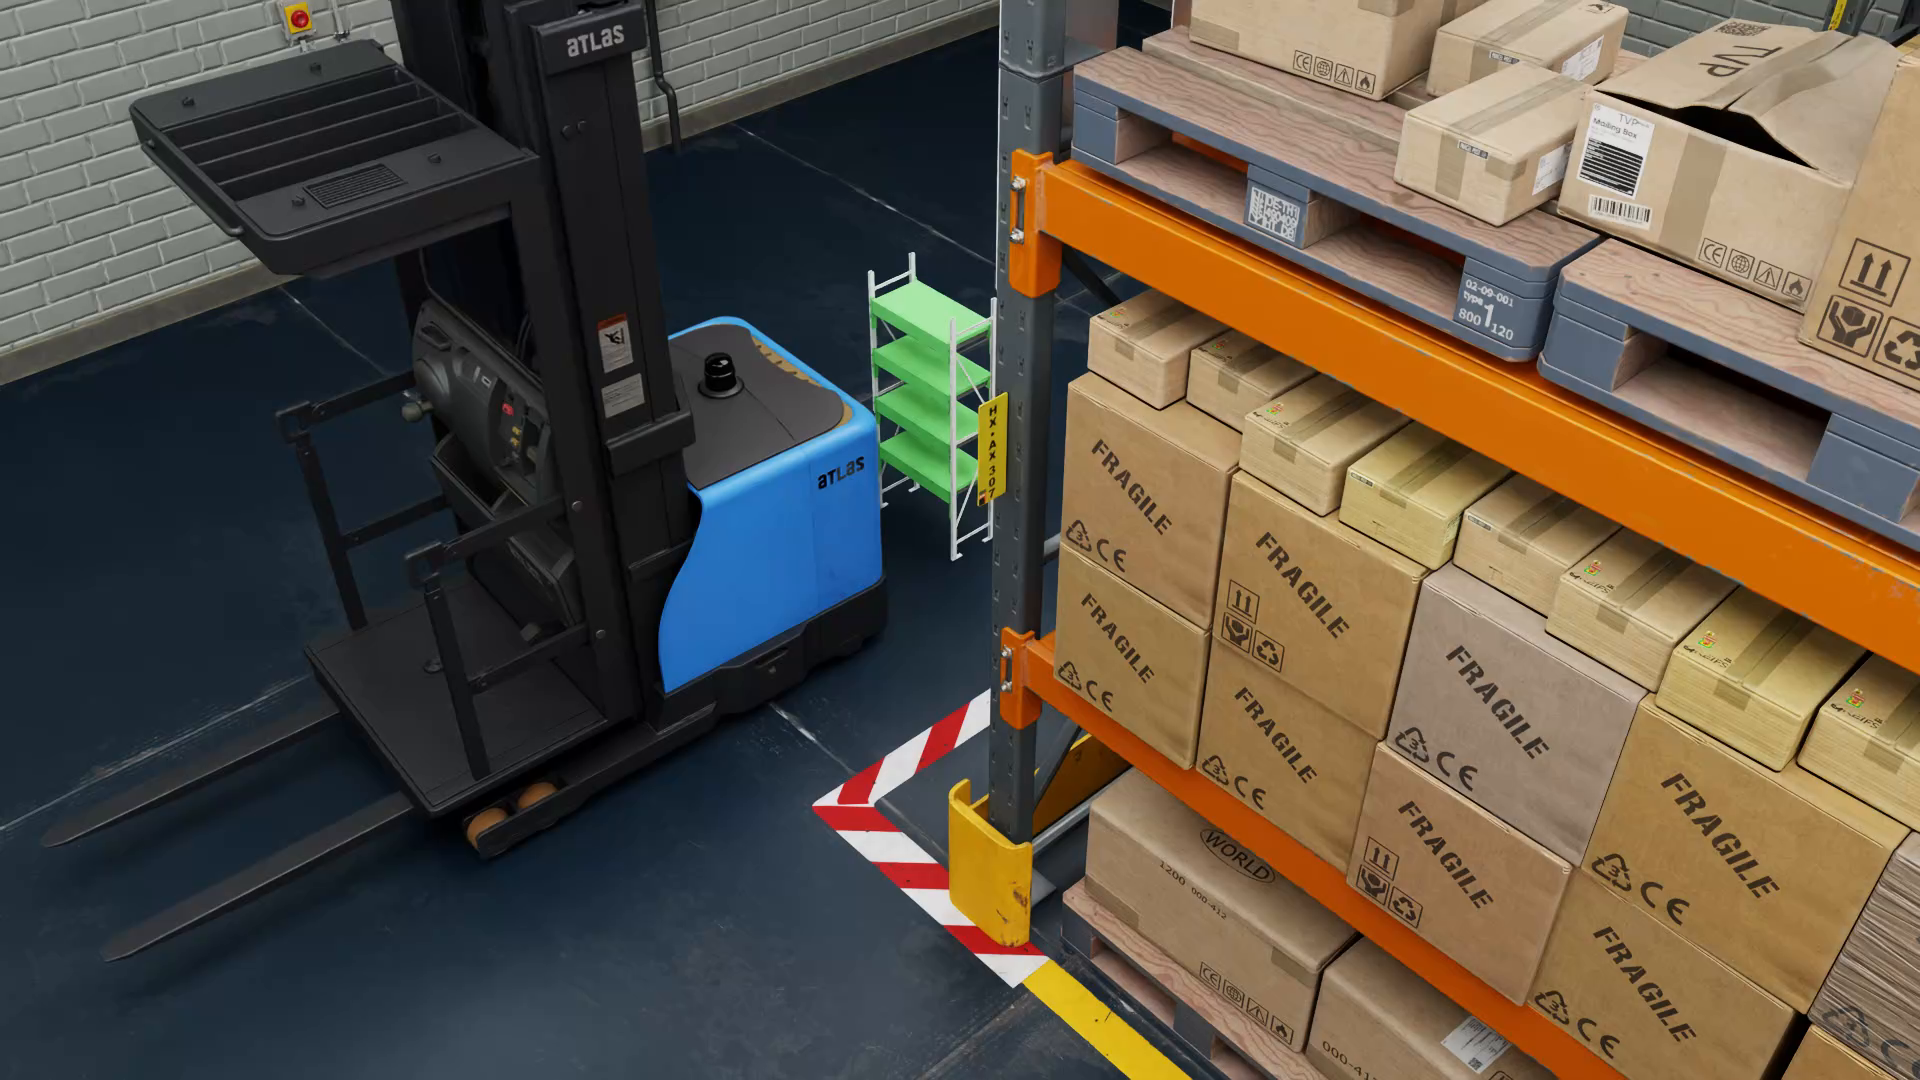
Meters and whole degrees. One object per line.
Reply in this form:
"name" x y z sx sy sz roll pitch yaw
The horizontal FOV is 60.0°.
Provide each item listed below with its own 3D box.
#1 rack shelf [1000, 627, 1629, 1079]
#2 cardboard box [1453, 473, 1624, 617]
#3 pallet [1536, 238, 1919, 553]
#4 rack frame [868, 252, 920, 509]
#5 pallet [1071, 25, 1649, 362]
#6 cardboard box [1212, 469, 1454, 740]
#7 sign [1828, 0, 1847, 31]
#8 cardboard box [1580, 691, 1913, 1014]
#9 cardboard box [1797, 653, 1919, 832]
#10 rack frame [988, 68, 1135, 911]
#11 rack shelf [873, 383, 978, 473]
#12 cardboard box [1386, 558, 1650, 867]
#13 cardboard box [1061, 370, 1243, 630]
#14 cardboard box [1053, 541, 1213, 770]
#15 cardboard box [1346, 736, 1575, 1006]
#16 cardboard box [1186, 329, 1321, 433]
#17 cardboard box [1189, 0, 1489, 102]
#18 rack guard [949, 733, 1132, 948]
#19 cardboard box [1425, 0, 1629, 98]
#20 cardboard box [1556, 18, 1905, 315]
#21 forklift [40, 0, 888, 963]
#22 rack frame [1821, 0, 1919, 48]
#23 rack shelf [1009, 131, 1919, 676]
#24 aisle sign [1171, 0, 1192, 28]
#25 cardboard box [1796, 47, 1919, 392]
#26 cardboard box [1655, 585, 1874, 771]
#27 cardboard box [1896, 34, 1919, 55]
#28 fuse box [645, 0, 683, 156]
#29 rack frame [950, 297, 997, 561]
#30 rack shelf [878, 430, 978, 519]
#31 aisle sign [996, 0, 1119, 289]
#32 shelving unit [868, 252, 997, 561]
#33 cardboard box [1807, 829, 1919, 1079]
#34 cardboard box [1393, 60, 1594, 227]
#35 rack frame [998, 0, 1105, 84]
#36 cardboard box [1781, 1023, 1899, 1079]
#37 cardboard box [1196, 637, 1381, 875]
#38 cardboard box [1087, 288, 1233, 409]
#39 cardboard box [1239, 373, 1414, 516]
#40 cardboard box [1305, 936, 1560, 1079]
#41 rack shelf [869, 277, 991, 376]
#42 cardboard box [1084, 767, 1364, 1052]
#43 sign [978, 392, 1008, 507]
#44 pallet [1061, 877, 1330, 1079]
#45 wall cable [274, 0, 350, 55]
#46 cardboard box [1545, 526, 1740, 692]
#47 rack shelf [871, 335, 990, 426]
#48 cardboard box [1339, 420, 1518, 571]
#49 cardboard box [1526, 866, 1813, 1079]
"rack shelf" 1.852 1.103 4.070 1.077 0.370 4.000 -30 48 -32
"cardboard box" 1.264 -0.028 3.505 0.380 0.149 0.250 -29 47 -31
"pallet" 1.838 -0.332 2.956 1.003 0.211 1.213 -30 48 -32
"rack frame" -0.277 -0.656 7.108 0.240 1.200 0.015 -30 48 -32
"pallet" 1.008 -0.896 3.656 1.003 0.211 1.213 -30 48 -32
"cardboard box" 0.968 0.049 3.927 0.500 0.500 0.500 -31 48 -33
"sign" 3.753 -2.320 7.046 0.100 0.325 0.005 -30 48 -32
"cardboard box" 1.660 0.514 3.351 0.500 0.500 0.500 -30 48 -32
"cardboard box" 1.766 0.335 3.056 0.380 0.149 0.250 -30 48 -32
"rack frame" 0.499 -0.103 4.990 1.000 3.000 0.127 -30 48 -32
"rack shelf" -0.112 -0.494 7.008 0.258 0.148 0.480 -30 48 -32
"cardboard box" 1.322 0.284 3.636 0.500 0.500 0.500 -30 48 -32
"cardboard box" 0.614 -0.187 4.219 0.500 0.500 0.500 -31 48 -33
"cardboard box" 0.612 0.202 4.532 0.500 0.500 0.500 -30 48 -32
"cardboard box" 1.305 0.668 3.956 0.500 0.500 0.500 -30 48 -32
"cardboard box" 0.765 -0.410 3.979 0.380 0.149 0.250 -29 47 -31
"cardboard box" 0.870 -1.244 3.721 0.500 0.250 0.500 30 47 31
"rack guard" 0.483 0.859 5.789 1.175 0.500 0.348 -30 48 -32
"cardboard box" 1.212 -1.044 3.554 0.250 0.149 0.380 30 48 32
"cardboard box" 1.474 -0.723 3.028 0.500 0.311 0.500 -29 47 -31
"forklift" -1.748 -0.403 5.416 3.031 2.935 1.130 -28 46 -30
"rack frame" 4.153 -2.214 7.604 1.000 3.000 0.127 -30 48 -32
"rack shelf" 1.852 -0.064 3.127 1.077 0.370 4.000 -30 48 -32
"aisle sign" 0.679 -1.279 4.377 0.394 0.787 0.004 -30 48 -32
"cardboard box" 1.752 -0.514 2.619 0.500 0.500 0.500 -29 47 -31
"cardboard box" 1.553 0.235 3.181 0.380 0.149 0.250 -31 48 -33
"cardboard box" 4.261 -1.947 7.156 0.500 0.250 0.500 -30 47 -32
"fuse box" -1.686 -3.026 9.635 0.539 1.711 0.414 -30 48 -32
"rack frame" 0.053 -0.430 6.828 0.240 1.200 0.015 -30 48 -32
"rack shelf" -0.112 -0.307 7.159 0.258 0.148 0.480 -30 48 -32
"aisle sign" 0.237 -1.024 4.062 0.394 0.787 0.004 -30 48 -32
"shelving unit" -0.112 -0.543 6.968 0.258 1.200 0.503 -30 48 -32
"cardboard box" 1.993 0.750 3.059 0.500 0.500 0.500 -29 47 -31
"cardboard box" 1.065 -0.773 3.219 0.380 0.149 0.250 -28 47 -30
"rack frame" 0.499 -2.437 3.105 1.000 3.000 0.127 -30 48 -32
"cardboard box" 1.999 1.141 3.370 0.500 0.500 0.500 -31 48 -32
"cardboard box" 0.975 0.425 4.257 0.500 0.500 0.500 -31 48 -32
"cardboard box" 0.535 -0.501 4.091 0.380 0.149 0.250 -29 47 -31
"cardboard box" 0.856 -0.241 3.769 0.380 0.149 0.250 -28 47 -31
"cardboard box" 1.644 1.414 4.817 0.875 0.438 0.875 -29 47 -31
"rack shelf" -0.112 -0.867 6.706 0.258 0.148 0.480 -30 48 -32
"cardboard box" 1.019 0.994 5.337 0.875 0.438 0.875 -32 49 -33
"sign" 0.086 -0.237 4.404 0.100 0.325 0.005 -30 48 -32
"pallet" 1.097 1.319 5.449 1.003 0.211 1.213 -30 48 -32
"wall cable" -3.332 -3.110 7.880 0.585 1.953 0.123 -30 48 -32
"cardboard box" 1.402 0.106 3.340 0.380 0.149 0.250 -30 47 -31
"rack shelf" -0.112 -0.680 6.857 0.258 0.148 0.480 -30 48 -32
"cardboard box" 1.047 -0.127 3.628 0.380 0.149 0.250 -32 49 -33
"cardboard box" 1.657 0.893 3.678 0.500 0.500 0.500 -28 47 -30
